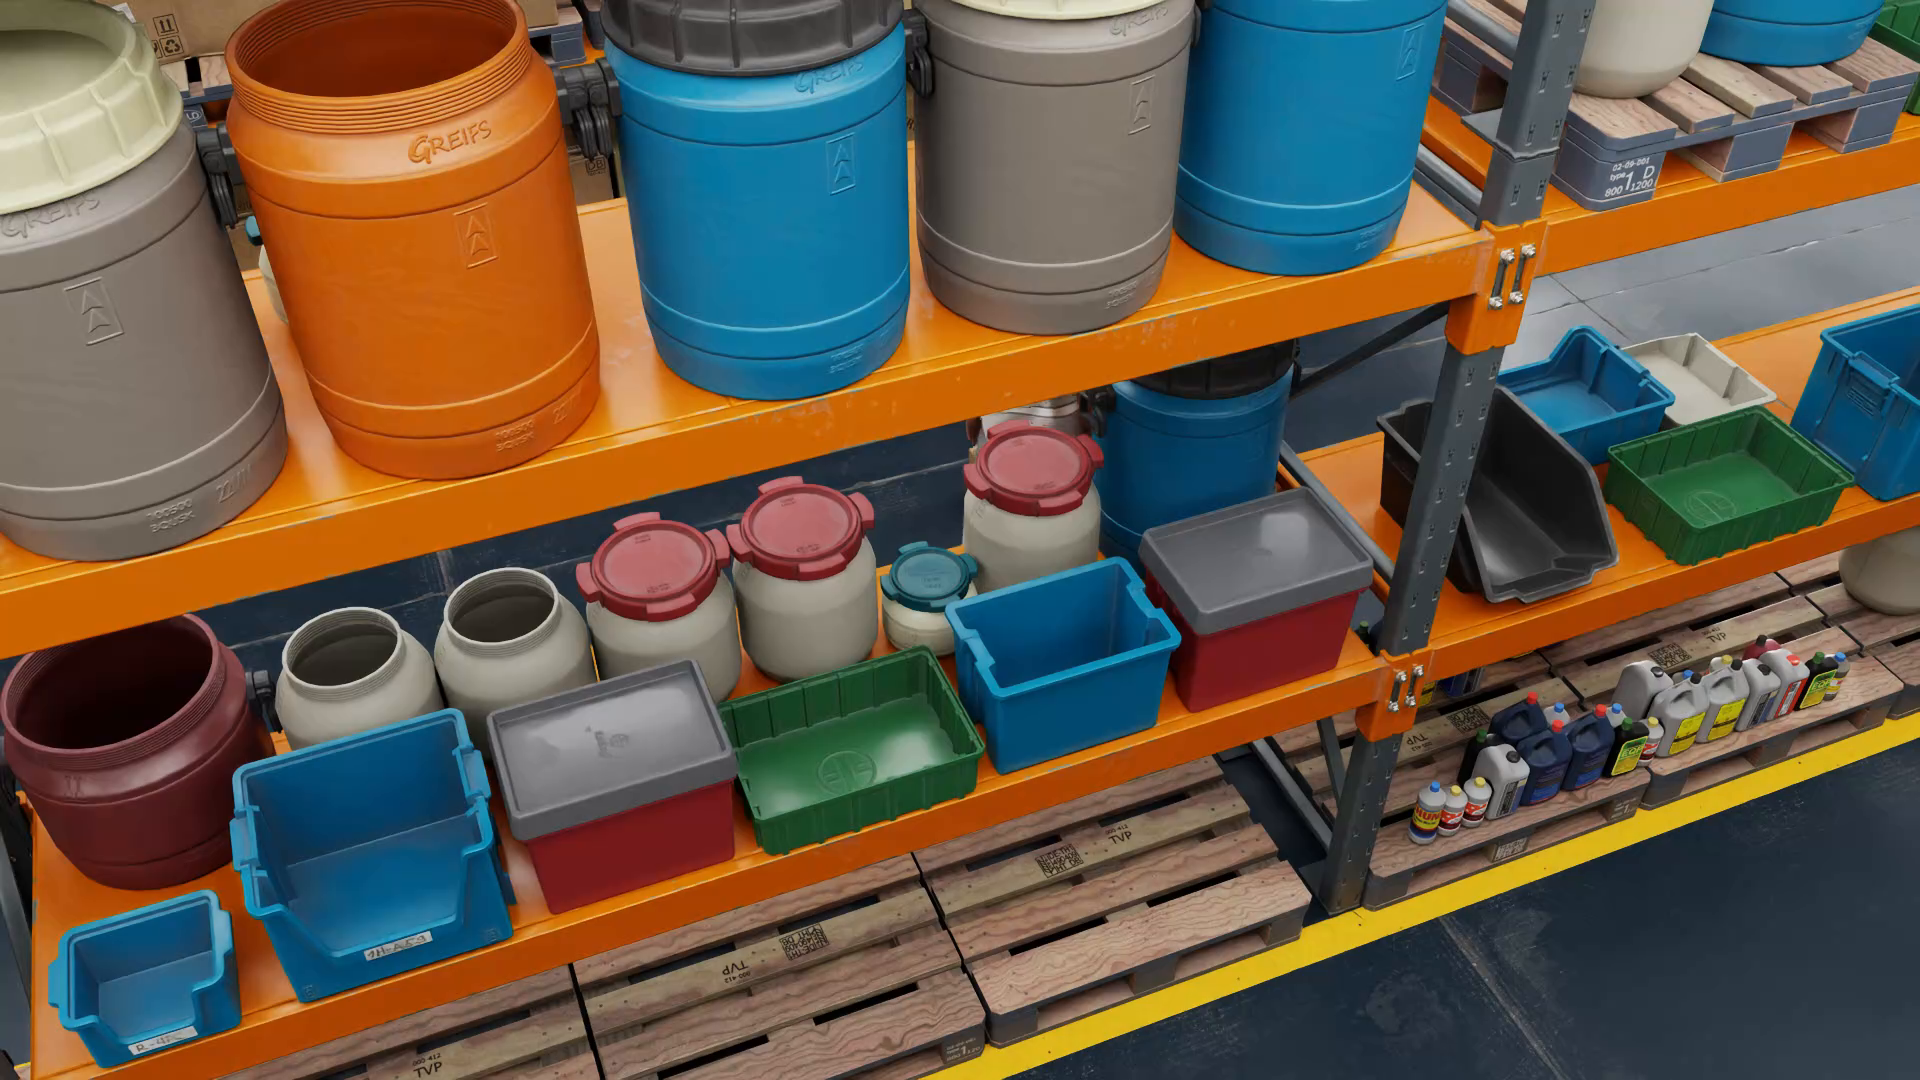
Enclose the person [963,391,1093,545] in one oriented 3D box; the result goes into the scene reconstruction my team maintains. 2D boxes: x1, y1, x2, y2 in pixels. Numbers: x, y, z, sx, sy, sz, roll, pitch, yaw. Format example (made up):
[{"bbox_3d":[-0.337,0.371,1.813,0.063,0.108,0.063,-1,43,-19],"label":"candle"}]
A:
[{"bbox_3d":[0.297,-0.526,6.761,0.560,1.712,0.885,8,42,9],"label":"person"}]
